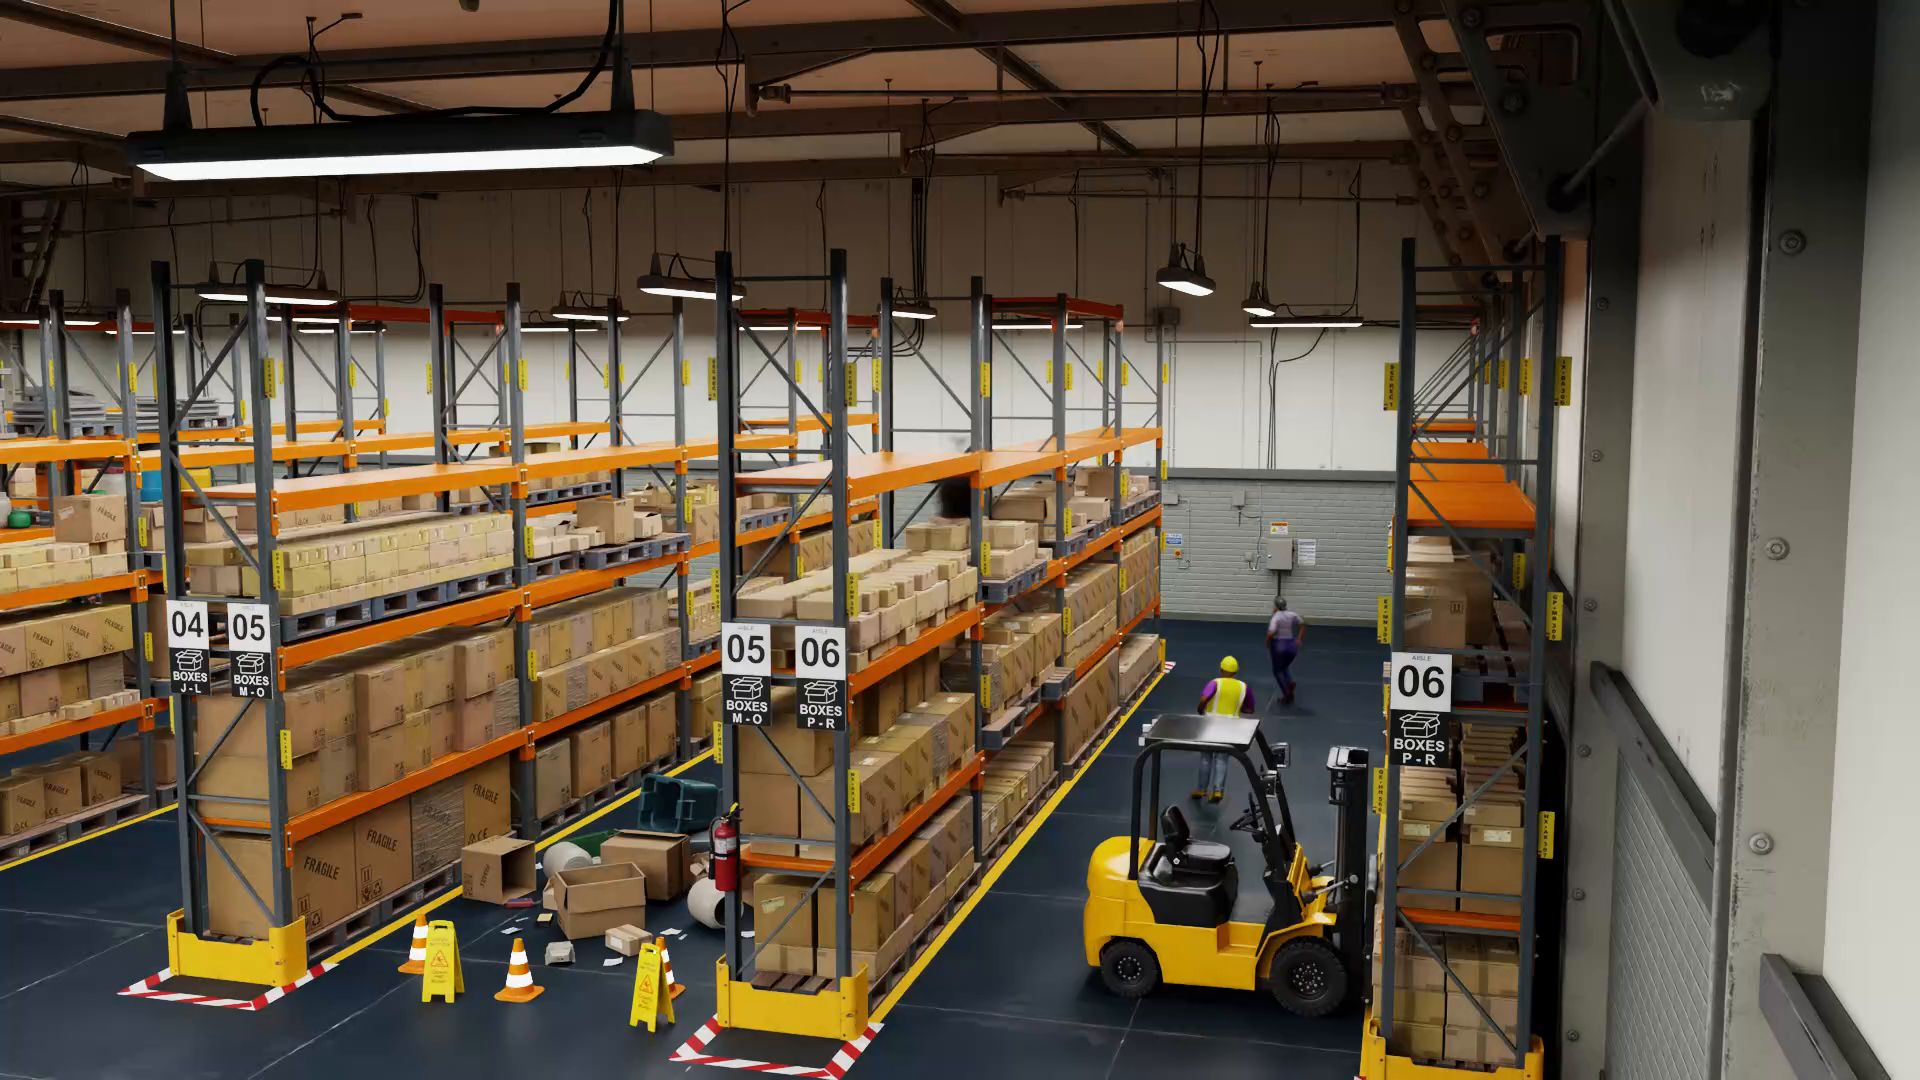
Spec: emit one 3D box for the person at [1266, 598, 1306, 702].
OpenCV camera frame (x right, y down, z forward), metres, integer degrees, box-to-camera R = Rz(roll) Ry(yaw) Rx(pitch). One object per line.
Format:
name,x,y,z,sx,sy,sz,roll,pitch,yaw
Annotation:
person,4.984,1.689,25.520,0.677,1.594,0.514,-3,7,-24

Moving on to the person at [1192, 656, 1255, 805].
person,3.119,2.239,19.526,0.712,1.756,0.926,0,6,0
